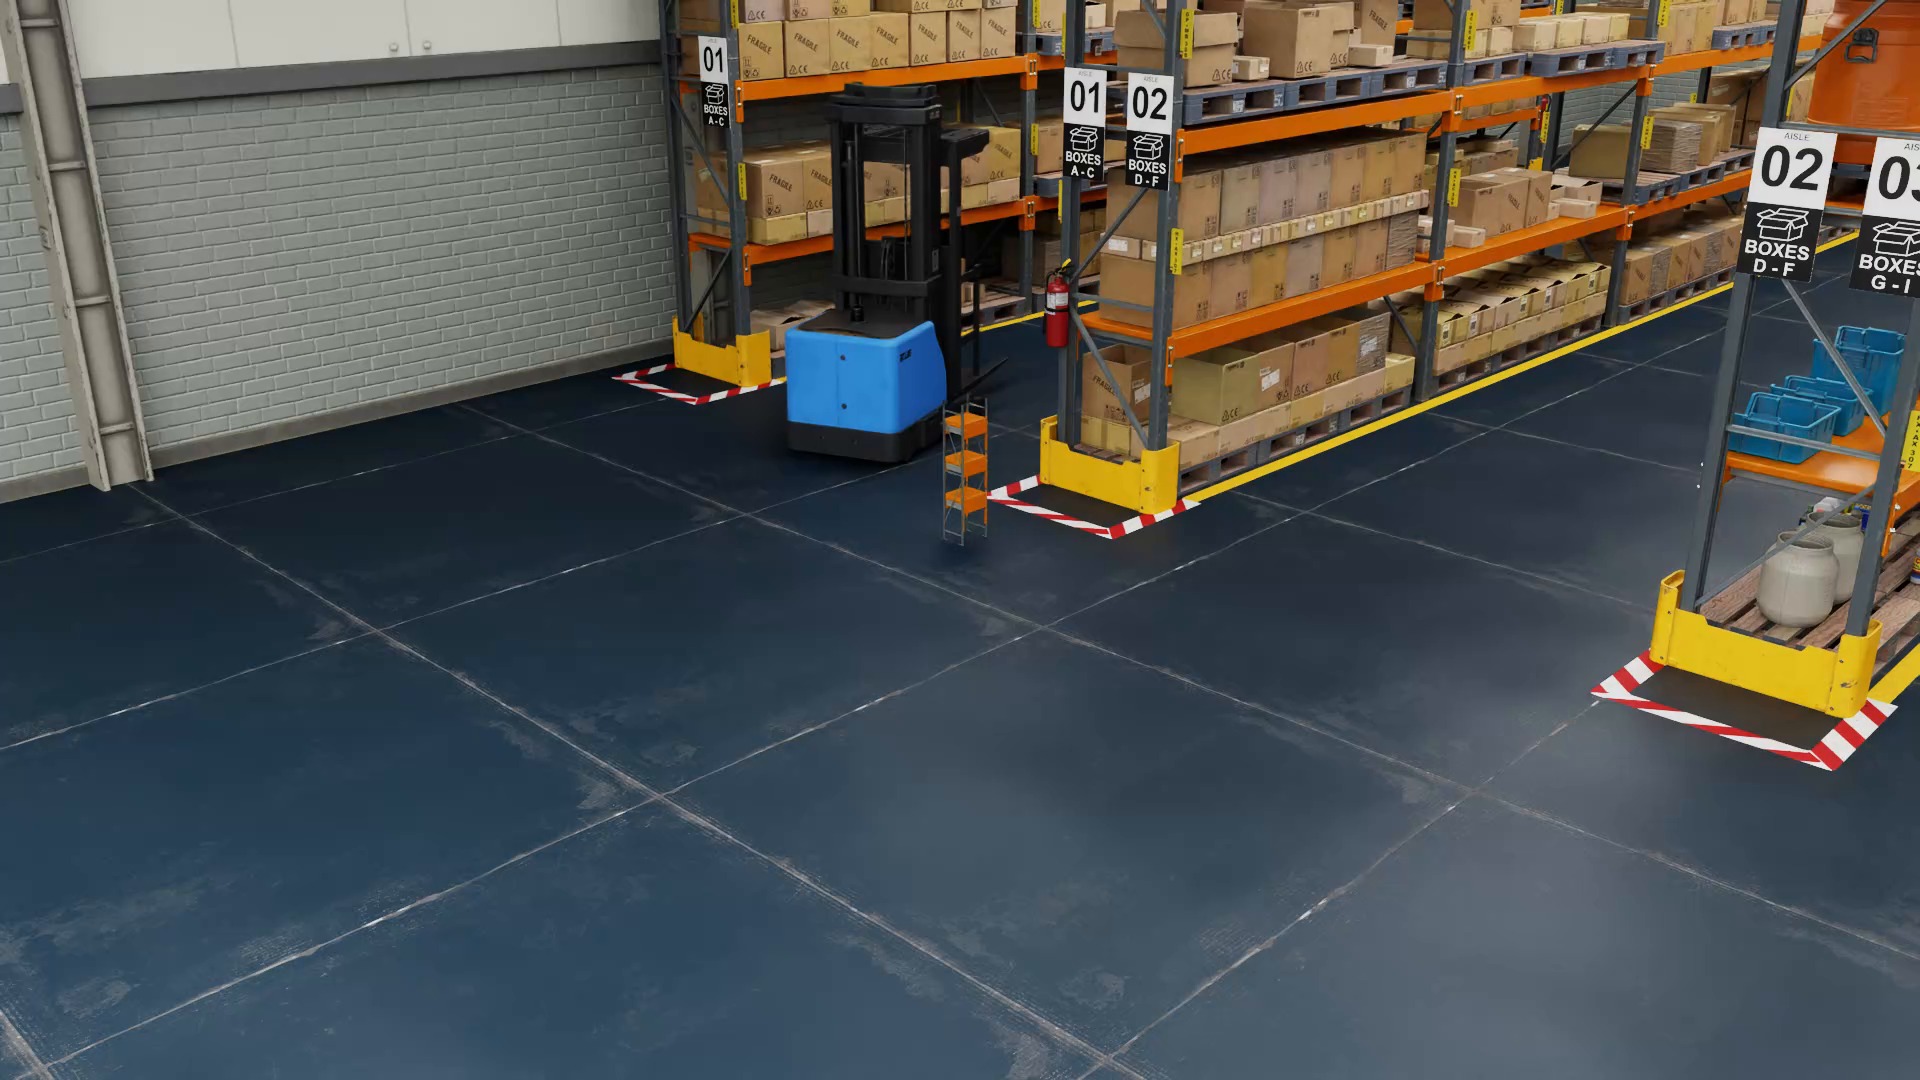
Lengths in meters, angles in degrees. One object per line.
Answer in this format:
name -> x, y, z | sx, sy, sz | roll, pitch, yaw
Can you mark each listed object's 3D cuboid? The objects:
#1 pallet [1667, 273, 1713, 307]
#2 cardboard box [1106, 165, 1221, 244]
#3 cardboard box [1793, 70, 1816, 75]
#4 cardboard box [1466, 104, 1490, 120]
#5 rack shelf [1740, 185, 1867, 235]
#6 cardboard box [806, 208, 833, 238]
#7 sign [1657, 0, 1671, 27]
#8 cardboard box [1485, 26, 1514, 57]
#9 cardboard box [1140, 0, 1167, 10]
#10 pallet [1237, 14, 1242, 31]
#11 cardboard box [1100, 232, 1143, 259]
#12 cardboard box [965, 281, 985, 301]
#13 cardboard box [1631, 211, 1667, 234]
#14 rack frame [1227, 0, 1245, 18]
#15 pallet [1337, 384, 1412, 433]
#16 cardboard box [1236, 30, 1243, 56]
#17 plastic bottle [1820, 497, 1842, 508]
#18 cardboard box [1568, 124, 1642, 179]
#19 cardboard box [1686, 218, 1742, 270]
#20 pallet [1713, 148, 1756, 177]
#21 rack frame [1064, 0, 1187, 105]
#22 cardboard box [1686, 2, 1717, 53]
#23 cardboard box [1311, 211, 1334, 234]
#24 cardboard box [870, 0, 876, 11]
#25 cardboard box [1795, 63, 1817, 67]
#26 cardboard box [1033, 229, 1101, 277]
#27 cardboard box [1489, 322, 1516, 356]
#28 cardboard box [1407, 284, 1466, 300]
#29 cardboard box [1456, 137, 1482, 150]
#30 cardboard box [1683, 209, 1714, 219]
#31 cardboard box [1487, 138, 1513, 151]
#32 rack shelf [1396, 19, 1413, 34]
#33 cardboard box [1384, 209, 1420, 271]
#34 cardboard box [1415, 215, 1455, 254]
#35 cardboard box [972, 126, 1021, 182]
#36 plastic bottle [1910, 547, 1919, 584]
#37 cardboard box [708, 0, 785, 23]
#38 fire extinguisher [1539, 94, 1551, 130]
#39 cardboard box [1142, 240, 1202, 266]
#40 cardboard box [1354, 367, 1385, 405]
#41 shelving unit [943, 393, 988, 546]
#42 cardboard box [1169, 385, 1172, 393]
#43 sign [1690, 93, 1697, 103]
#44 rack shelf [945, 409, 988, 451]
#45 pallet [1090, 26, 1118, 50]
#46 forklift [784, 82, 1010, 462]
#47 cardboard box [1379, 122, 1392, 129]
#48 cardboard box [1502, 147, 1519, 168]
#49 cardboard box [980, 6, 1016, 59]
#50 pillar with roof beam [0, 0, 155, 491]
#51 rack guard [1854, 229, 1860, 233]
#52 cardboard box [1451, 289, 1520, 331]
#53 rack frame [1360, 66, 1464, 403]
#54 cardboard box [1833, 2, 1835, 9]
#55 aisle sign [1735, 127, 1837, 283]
pallet -> 8.147, -3.027, 19.657 | 1.003, 0.211, 1.213 | 19, 28, 41
cardboard box -> 1.539, -2.561, 12.608 | 0.700, 0.500, 0.500 | 19, 28, 41
cardboard box -> 10.787, -5.691, 21.168 | 0.500, 0.500, 0.500 | 18, 28, 39
cardboard box -> 7.390, -6.753, 25.044 | 0.980, 0.700, 0.700 | 18, 27, 38
rack shelf -> 6.108, -2.116, 10.220 | 1.077, 0.370, 4.000 | 19, 28, 41
cardboard box -> -1.465, -3.139, 16.242 | 0.500, 0.250, 0.500 | 18, 28, 39
sign -> 7.140, -5.372, 16.858 | 0.100, 0.325, 0.005 | 19, 28, 41
cardboard box -> 4.775, -4.630, 15.383 | 0.500, 0.250, 0.500 | 16, 26, 36
cardboard box -> 2.225, -6.221, 19.726 | 0.637, 0.503, 0.797 | -15, 26, -35
pallet -> 3.607, -6.564, 21.054 | 1.003, 0.211, 1.213 | -19, 28, -40
cardboard box -> 1.297, -2.273, 12.765 | 0.380, 0.149, 0.250 | 19, 28, 40
cardboard box -> 0.054, -2.783, 18.470 | 0.380, 0.166, 0.250 | 15, 26, 34
cardboard box -> 7.979, -3.802, 19.610 | 0.500, 0.250, 0.500 | 19, 28, 40
rack frame -> 3.196, -7.874, 20.017 | 1.000, 3.000, 0.127 | 19, 28, 41
pallet -> 3.372, -1.311, 15.190 | 1.003, 0.211, 1.213 | 19, 28, 41
cardboard box -> 2.169, -3.903, 13.211 | 0.500, 0.311, 0.500 | -16, 26, -36
plastic bottle -> 5.973, -0.147, 11.459 | 0.152, 0.276, 0.135 | 18, 28, 39
cardboard box -> 7.106, -4.267, 18.271 | 0.700, 0.500, 0.500 | 9, 23, 23
cardboard box -> 9.048, -3.578, 20.073 | 0.500, 0.500, 0.500 | 19, 28, 41
pallet -> 8.902, -4.595, 20.116 | 1.003, 0.211, 1.213 | 19, 28, 41
rack frame -> 1.167, -4.578, 11.443 | 1.000, 3.000, 0.127 | 19, 28, 41
cardboard box -> 7.746, -5.667, 18.316 | 0.910, 0.500, 0.500 | 19, 28, 41
cardboard box -> 2.851, -2.637, 13.711 | 0.250, 0.149, 0.380 | -19, 28, -40
cardboard box -> -1.183, -5.508, 16.481 | 0.500, 0.500, 0.500 | 19, 28, 41
cardboard box -> 11.118, -6.093, 22.212 | 0.500, 0.500, 0.500 | -20, 29, -41
cardboard box -> 1.231, -3.422, 19.669 | 0.700, 0.500, 0.500 | 19, 28, 40
cardboard box -> 5.133, -2.025, 16.410 | 0.500, 0.250, 0.500 | 18, 28, 39
cardboard box -> 4.743, -2.419, 16.654 | 0.500, 0.311, 0.500 | 19, 28, 40
cardboard box -> 7.951, -6.209, 26.041 | 0.380, 0.149, 0.250 | 19, 28, 41
cardboard box -> 9.026, -3.838, 20.750 | 0.500, 0.500, 0.500 | 18, 27, 38
cardboard box -> 8.401, -6.178, 25.962 | 0.380, 0.149, 0.250 | 19, 28, 40
rack shelf -> 4.591, -6.652, 22.021 | 1.077, 0.370, 4.000 | 19, 28, 41
cardboard box -> 3.652, -2.737, 14.876 | 0.700, 0.500, 0.500 | 18, 28, 39
cardboard box -> 4.269, -2.874, 15.579 | 0.500, 0.250, 0.500 | -18, 27, -39
cardboard box -> 0.297, -4.135, 17.789 | 0.500, 0.500, 0.500 | 19, 28, 41
plastic bottle -> 6.201, 0.143, 10.712 | 0.097, 0.271, 0.097 | 0, 21, 0
cardboard box -> -1.942, -4.978, 15.103 | 0.500, 0.500, 0.500 | 17, 27, 37
fire extinguisher -> 9.213, -6.843, 26.324 | 0.296, 0.674, 0.183 | 19, 28, 41
cardboard box -> 1.595, -2.174, 12.507 | 0.380, 0.149, 0.250 | 19, 28, 40
cardboard box -> 3.434, -1.419, 14.832 | 0.500, 0.250, 0.500 | 19, 28, 41
shelving unit -> 0.037, -0.504, 11.922 | 0.215, 1.050, 0.252 | 19, 28, 41
cardboard box -> 2.015, -1.514, 14.034 | 0.500, 0.500, 0.500 | 19, 28, 41
sign -> 9.144, -5.401, 20.738 | 0.100, 0.325, 0.005 | 19, 28, 41
rack shelf -> 0.037, -0.759, 11.824 | 0.215, 0.259, 0.240 | 19, 28, 41
pallet -> 1.634, -5.757, 18.952 | 1.213, 0.211, 1.003 | 19, 28, 41
forklift -> -0.409, -2.493, 14.475 | 1.130, 2.935, 3.031 | 9, 23, 21
cardboard box -> 5.794, -5.765, 23.215 | 0.250, 0.149, 0.380 | -20, 28, -41
cardboard box -> 8.360, -5.954, 26.283 | 0.700, 0.500, 0.500 | 19, 28, 41
cardboard box -> 0.228, -5.309, 17.358 | 0.500, 0.500, 0.500 | -19, 28, -41
pillar with roof beam -> -3.618, -3.594, 8.882 | 9.100, 9.000, 0.400 | 19, 28, 41
rack guard -> 12.275, -4.705, 23.618 | 1.175, 0.500, 0.348 | 19, 28, 41
cardboard box -> 5.137, -2.285, 16.304 | 0.500, 0.311, 0.500 | 18, 27, 39
rack frame -> 3.957, -2.806, 15.195 | 1.000, 3.000, 0.127 | 19, 28, 41
cardboard box -> 10.760, -6.744, 20.770 | 0.500, 0.250, 0.500 | 19, 28, 41
aisle sign -> 4.450, -1.807, 8.970 | 0.394, 0.787, 0.004 | 19, 28, 41
